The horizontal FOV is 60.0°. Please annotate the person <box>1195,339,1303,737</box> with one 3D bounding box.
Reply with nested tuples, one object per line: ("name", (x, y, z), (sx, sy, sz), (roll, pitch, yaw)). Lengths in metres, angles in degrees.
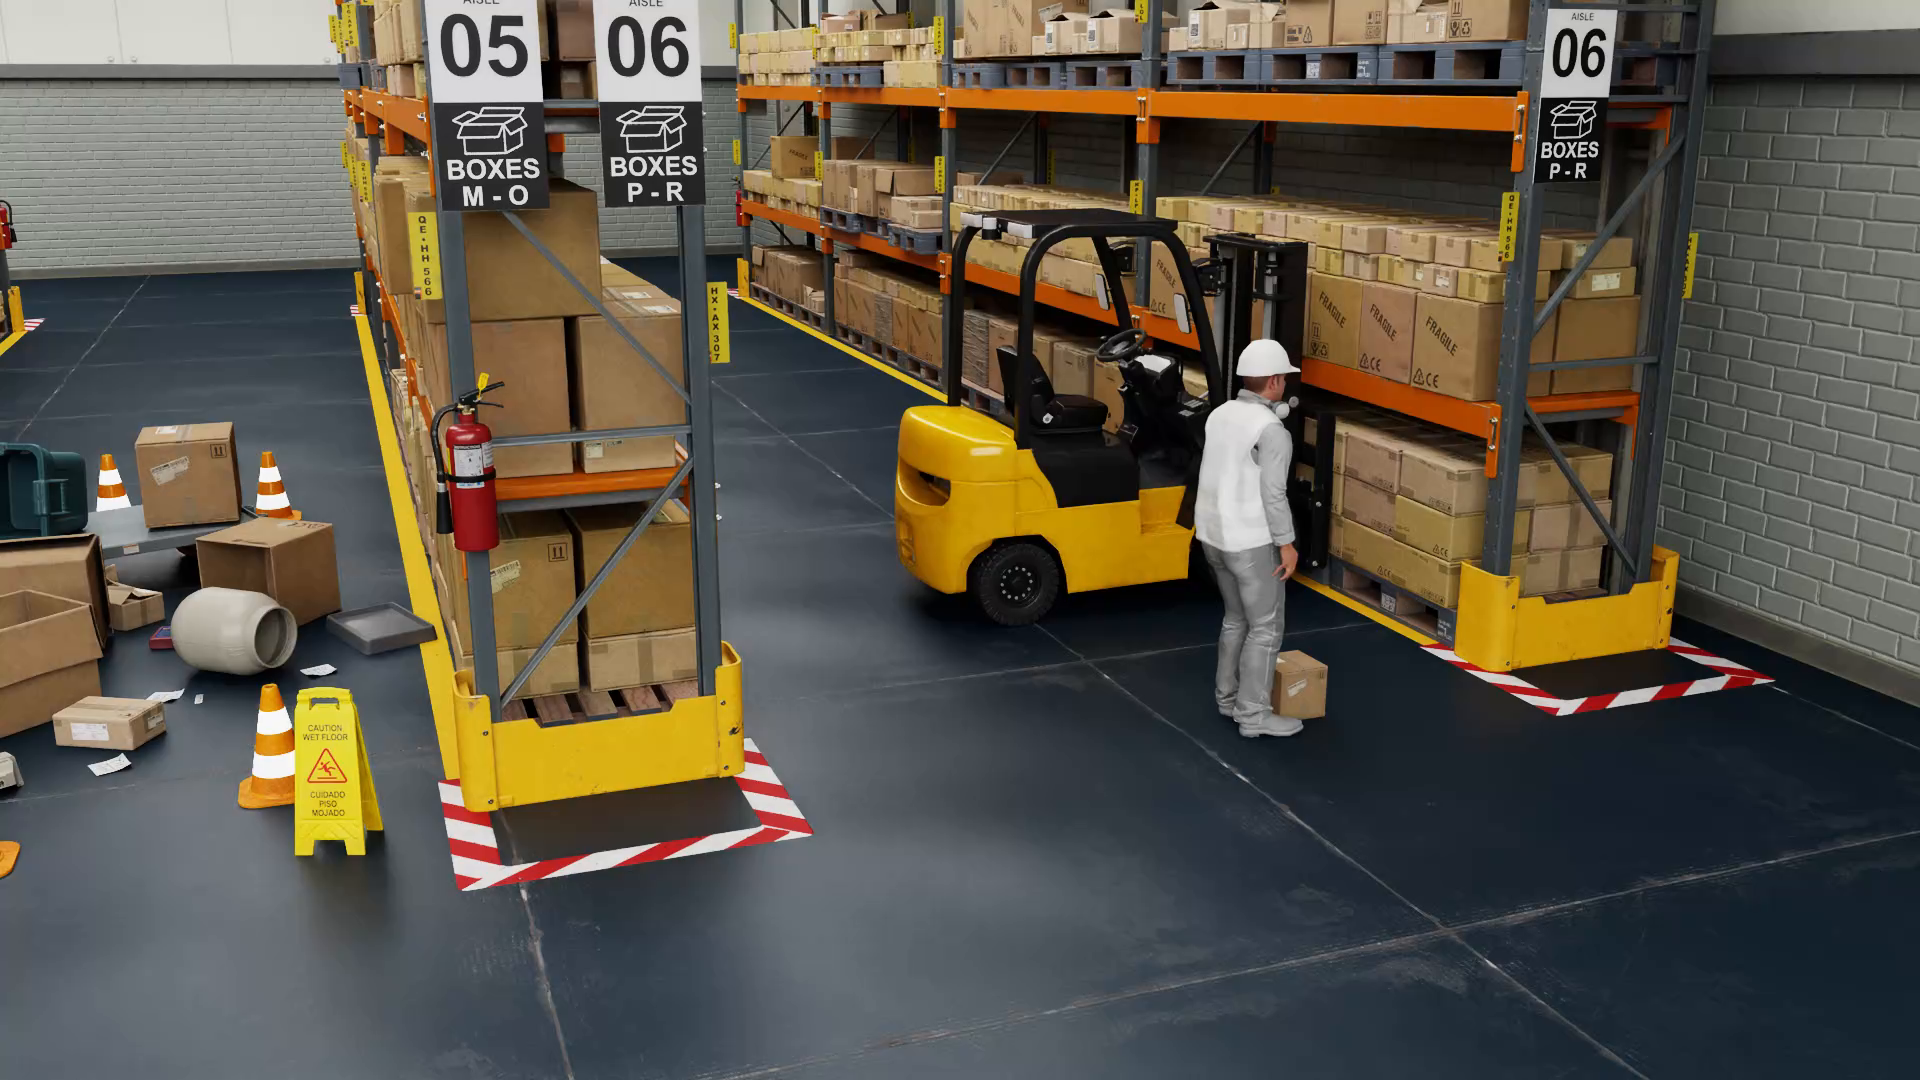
("person", (1.312, -0.021, 7.548), (0.467, 1.773, 0.593), (-7, 17, -23))
